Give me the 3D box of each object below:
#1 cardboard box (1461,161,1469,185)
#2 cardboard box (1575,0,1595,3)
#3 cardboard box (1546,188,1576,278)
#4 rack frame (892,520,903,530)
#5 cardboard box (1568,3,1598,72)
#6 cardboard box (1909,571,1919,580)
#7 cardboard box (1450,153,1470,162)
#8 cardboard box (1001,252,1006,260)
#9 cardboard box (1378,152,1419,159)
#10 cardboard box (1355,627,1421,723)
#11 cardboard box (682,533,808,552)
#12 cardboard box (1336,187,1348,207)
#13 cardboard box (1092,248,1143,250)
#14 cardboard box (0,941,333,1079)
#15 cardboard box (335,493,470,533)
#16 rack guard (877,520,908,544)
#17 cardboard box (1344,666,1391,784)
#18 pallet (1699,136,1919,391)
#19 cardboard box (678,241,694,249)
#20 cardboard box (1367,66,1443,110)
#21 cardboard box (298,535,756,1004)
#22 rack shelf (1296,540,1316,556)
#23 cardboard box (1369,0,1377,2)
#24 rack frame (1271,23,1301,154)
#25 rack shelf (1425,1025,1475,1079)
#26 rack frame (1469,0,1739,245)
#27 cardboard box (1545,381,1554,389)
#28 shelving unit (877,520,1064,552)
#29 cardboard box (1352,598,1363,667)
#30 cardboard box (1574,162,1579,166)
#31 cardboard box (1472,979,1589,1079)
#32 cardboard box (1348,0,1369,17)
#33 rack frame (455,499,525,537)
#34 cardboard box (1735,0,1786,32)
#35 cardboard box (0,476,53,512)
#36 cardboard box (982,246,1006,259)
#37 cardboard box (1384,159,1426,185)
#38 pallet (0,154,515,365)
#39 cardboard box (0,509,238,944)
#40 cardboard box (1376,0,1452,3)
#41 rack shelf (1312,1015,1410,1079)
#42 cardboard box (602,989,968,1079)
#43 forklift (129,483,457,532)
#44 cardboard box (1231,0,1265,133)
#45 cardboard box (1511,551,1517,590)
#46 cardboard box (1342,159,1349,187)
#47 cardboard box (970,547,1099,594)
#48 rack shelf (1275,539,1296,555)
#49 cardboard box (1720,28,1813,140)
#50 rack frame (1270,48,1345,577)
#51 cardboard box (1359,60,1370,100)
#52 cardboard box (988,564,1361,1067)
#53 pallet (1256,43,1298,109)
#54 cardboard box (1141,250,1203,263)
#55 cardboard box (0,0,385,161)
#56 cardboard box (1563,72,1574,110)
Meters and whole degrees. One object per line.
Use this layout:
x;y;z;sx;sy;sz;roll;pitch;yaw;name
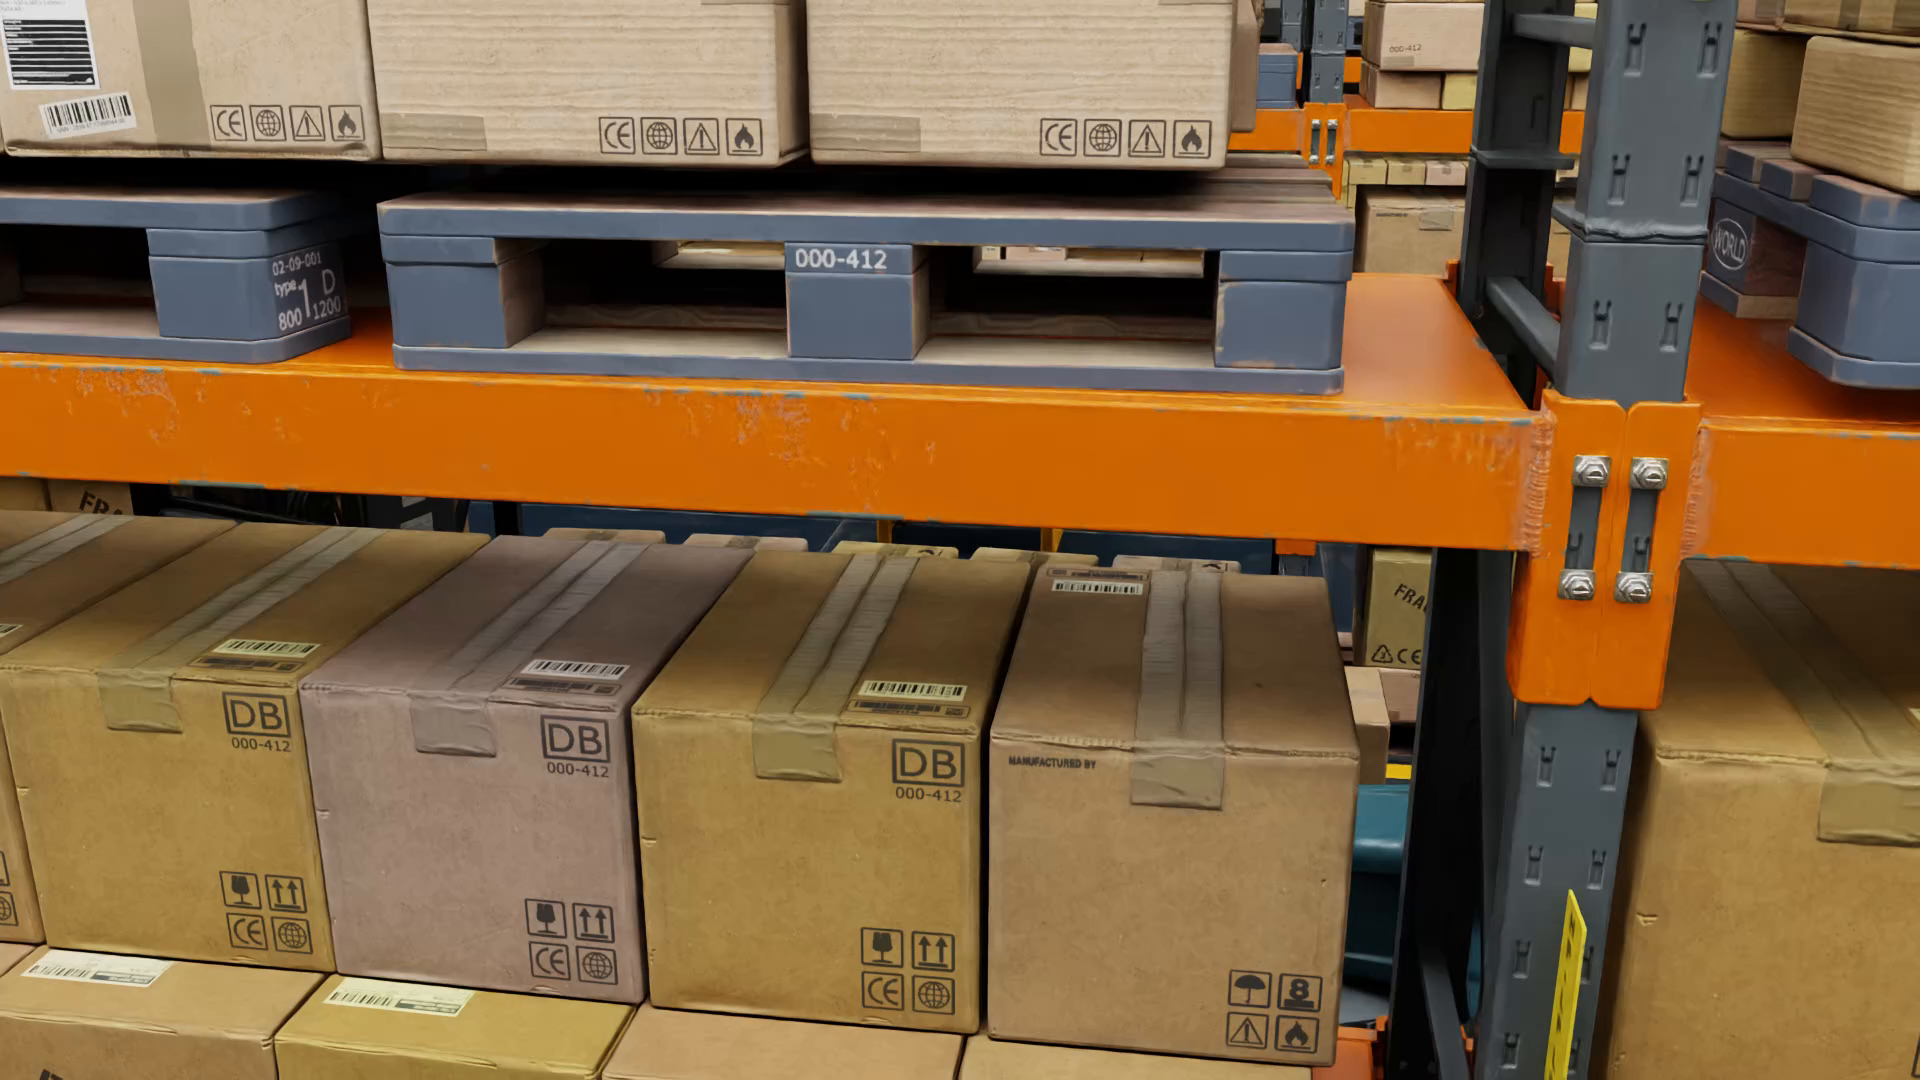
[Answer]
3.589;-2.511;11.430;0.250;0.149;0.380;3;19;8;cardboard box
2.293;-2.156;6.432;0.250;0.149;0.380;2;19;7;cardboard box
2.414;-1.153;6.819;0.500;0.500;0.700;3;19;9;cardboard box
-0.418;-0.733;10.129;0.032;1.500;0.500;3;19;9;rack frame
2.415;-1.974;6.517;0.500;0.250;0.500;3;19;8;cardboard box
1.748;0.380;2.501;0.550;0.550;0.875;3;19;9;cardboard box
3.675;-2.696;11.984;0.250;0.149;0.380;3;19;8;cardboard box
0.022;-1.004;7.289;0.500;0.500;0.500;4;19;11;cardboard box
3.165;-2.708;12.021;0.250;0.149;0.380;3;19;8;cardboard box
2.053;0.606;7.435;0.500;0.250;0.500;2;19;6;cardboard box
-1.150;0.299;8.162;0.625;0.372;0.950;3;19;8;cardboard box
2.570;-2.425;11.643;0.250;0.149;0.380;3;19;8;cardboard box
0.601;-1.139;7.692;0.500;0.500;0.500;3;19;9;cardboard box
-1.229;0.877;2.796;0.500;0.500;0.500;3;19;8;cardboard box
-3.105;-0.067;8.461;0.875;0.875;0.875;3;19;8;cardboard box
-0.416;-0.140;10.327;0.087;0.250;0.587;3;19;9;rack guard
1.261;0.773;6.013;0.500;0.500;0.500;3;19;9;cardboard box
1.634;-0.393;2.163;1.213;0.211;1.003;3;19;9;pallet
-1.513;-1.083;7.523;0.500;0.500;0.500;4;19;11;cardboard box
1.785;-1.823;6.692;0.250;0.149;0.380;3;19;8;cardboard box
-0.670;0.347;2.804;0.500;0.500;0.700;3;19;9;cardboard box
3.488;-0.171;7.221;4.000;0.370;1.077;3;19;9;rack shelf
1.861;-2.347;7.002;0.250;0.149;0.380;3;19;10;cardboard box
2.297;-2.168;12.056;0.127;3.000;1.000;3;19;9;rack frame
2.803;1.385;2.571;4.000;0.370;1.077;3;19;9;rack shelf
0.828;-1.902;1.805;0.127;3.000;1.000;3;19;9;rack frame
2.403;-0.674;6.963;0.500;0.500;0.500;3;19;8;cardboard box
0.075;-0.707;10.054;1.083;1.500;0.587;3;19;9;shelving unit
2.140;0.437;7.940;0.500;0.250;0.500;4;19;11;cardboard box
4.344;-2.490;11.370;0.250;0.149;0.380;3;19;9;cardboard box
1.194;0.887;2.689;0.550;0.550;0.875;3;19;9;cardboard box
2.692;-3.600;11.185;0.250;0.149;0.380;3;19;10;cardboard box
-2.436;-0.814;8.009;0.127;3.000;1.000;3;19;9;rack frame
1.355;-0.852;2.342;0.500;0.250;0.500;3;19;8;cardboard box
-4.868;-0.158;8.734;0.875;0.875;0.875;3;19;10;cardboard box
0.065;-1.298;7.143;0.250;0.149;0.380;2;19;6;cardboard box
3.090;-2.560;11.579;0.250;0.149;0.380;3;19;8;cardboard box
-1.373;-0.520;2.700;1.213;0.211;1.003;4;19;11;pallet
-1.673;0.296;2.958;0.500;0.500;0.700;3;19;8;cardboard box
1.772;-2.176;6.492;0.250;0.149;0.380;3;19;8;cardboard box
-1.147;1.184;3.172;4.000;0.370;1.077;3;19;9;rack shelf
-0.229;0.928;2.646;0.500;0.500;0.500;3;19;8;cardboard box
-2.392;0.147;5.245;1.130;2.935;3.031;9;20;25;forklift
0.271;-0.771;2.545;0.396;0.266;0.258;3;19;8;cardboard box
2.583;0.274;7.247;0.500;0.500;0.500;4;19;11;cardboard box
2.565;-2.555;11.564;0.250;0.149;0.380;3;19;10;cardboard box
0.285;0.373;7.939;0.625;0.372;0.950;4;19;12;cardboard box
-0.461;-0.372;7.822;4.000;0.370;1.077;3;19;9;rack shelf
1.238;-0.689;2.483;0.250;0.149;0.380;3;19;8;cardboard box
1.513;-0.613;7.407;0.127;3.000;1.000;3;19;9;rack frame
1.874;-1.996;7.210;0.250;0.149;0.380;3;19;9;cardboard box
0.337;0.398;2.652;0.500;0.500;0.700;3;19;8;cardboard box
0.921;-2.011;7.154;1.003;0.211;1.213;3;19;9;pallet
1.021;-0.952;7.132;0.500;0.500;0.500;3;19;8;cardboard box
-0.938;-0.703;2.271;0.500;0.311;0.500;2;19;7;cardboard box
2.294;-1.815;6.669;0.250;0.149;0.380;3;19;9;cardboard box
